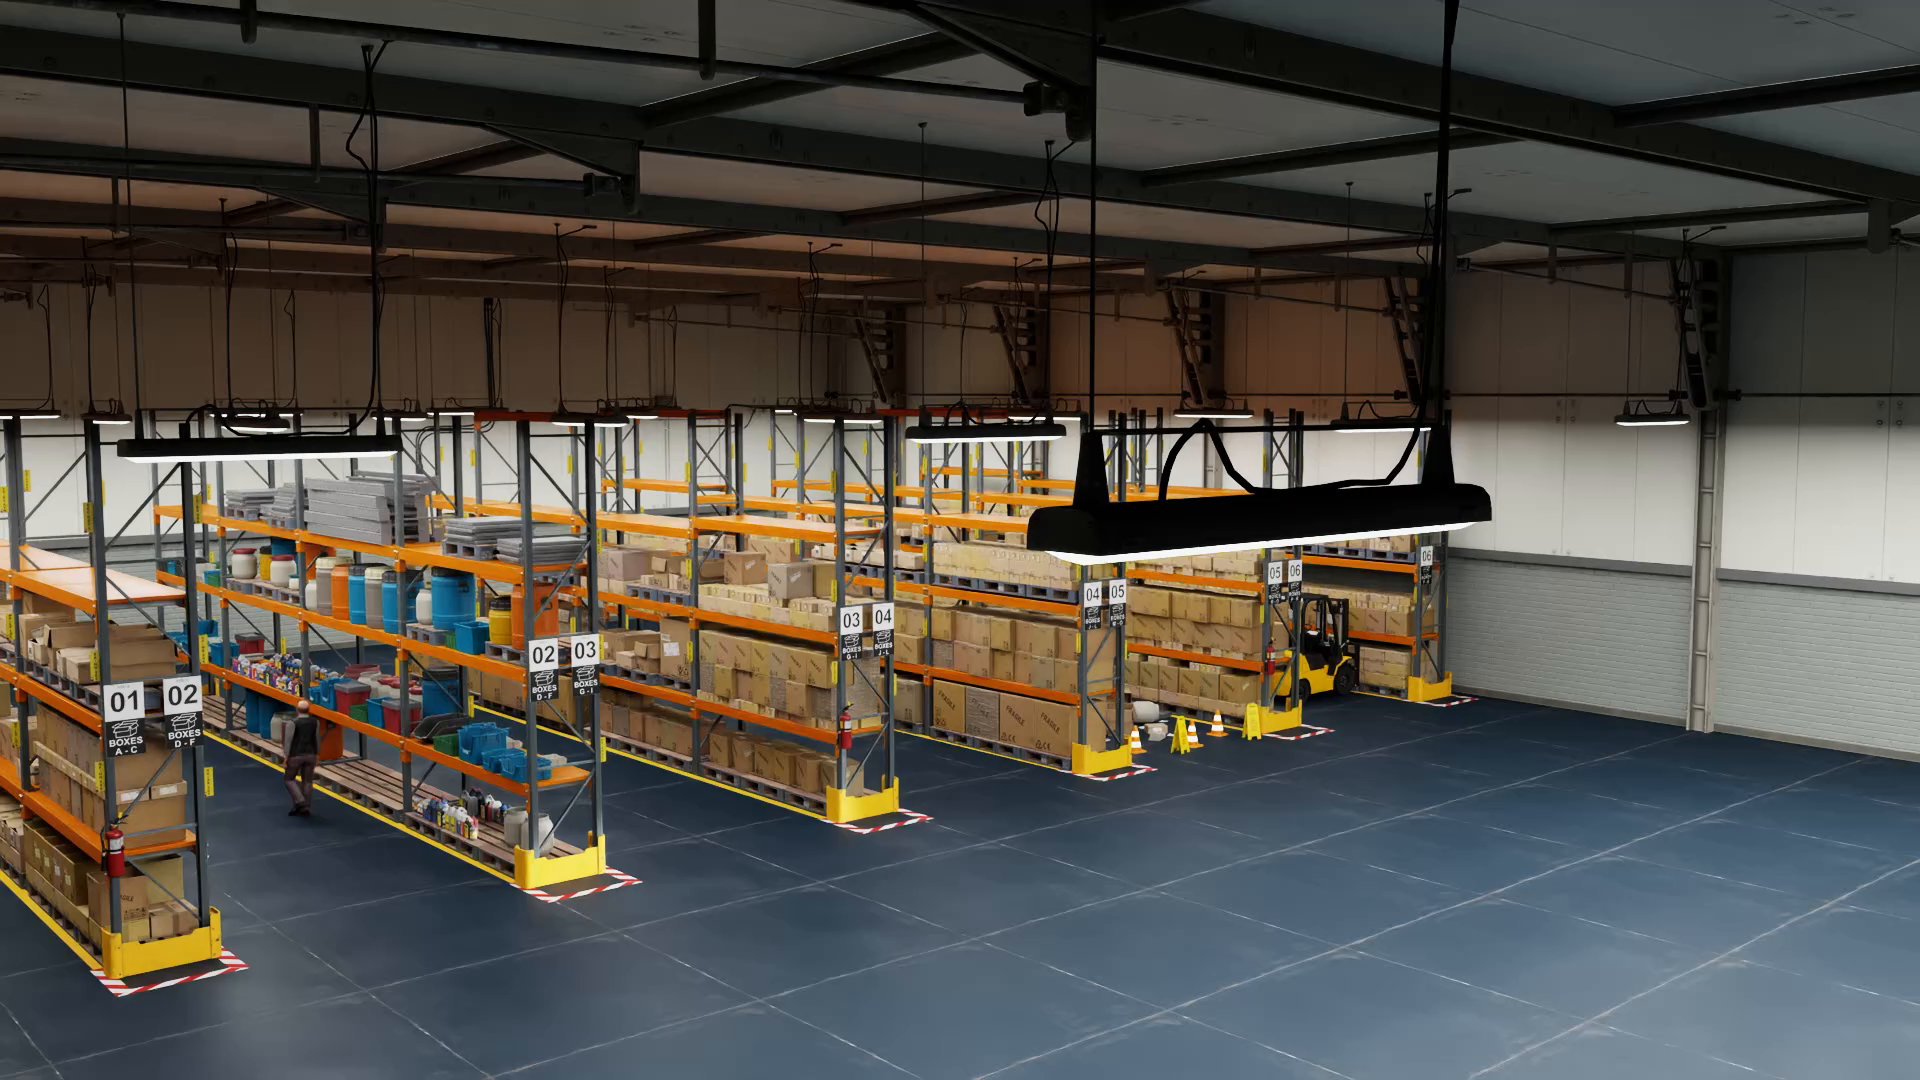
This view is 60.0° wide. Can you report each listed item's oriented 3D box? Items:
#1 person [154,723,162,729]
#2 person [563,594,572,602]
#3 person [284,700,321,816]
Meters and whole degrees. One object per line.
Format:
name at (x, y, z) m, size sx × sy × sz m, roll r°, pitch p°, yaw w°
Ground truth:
person at (-14.658, 2.860, 30.232) m, size 0.533 × 1.647 × 0.662 m, roll -4°, pitch 6°, yaw -38°
person at (-9.263, 2.083, 38.930) m, size 0.701 × 1.685 × 0.665 m, roll -3°, pitch 6°, yaw -30°
person at (-9.854, 3.273, 24.952) m, size 0.565 × 1.719 × 0.460 m, roll -4°, pitch 7°, yaw -40°
